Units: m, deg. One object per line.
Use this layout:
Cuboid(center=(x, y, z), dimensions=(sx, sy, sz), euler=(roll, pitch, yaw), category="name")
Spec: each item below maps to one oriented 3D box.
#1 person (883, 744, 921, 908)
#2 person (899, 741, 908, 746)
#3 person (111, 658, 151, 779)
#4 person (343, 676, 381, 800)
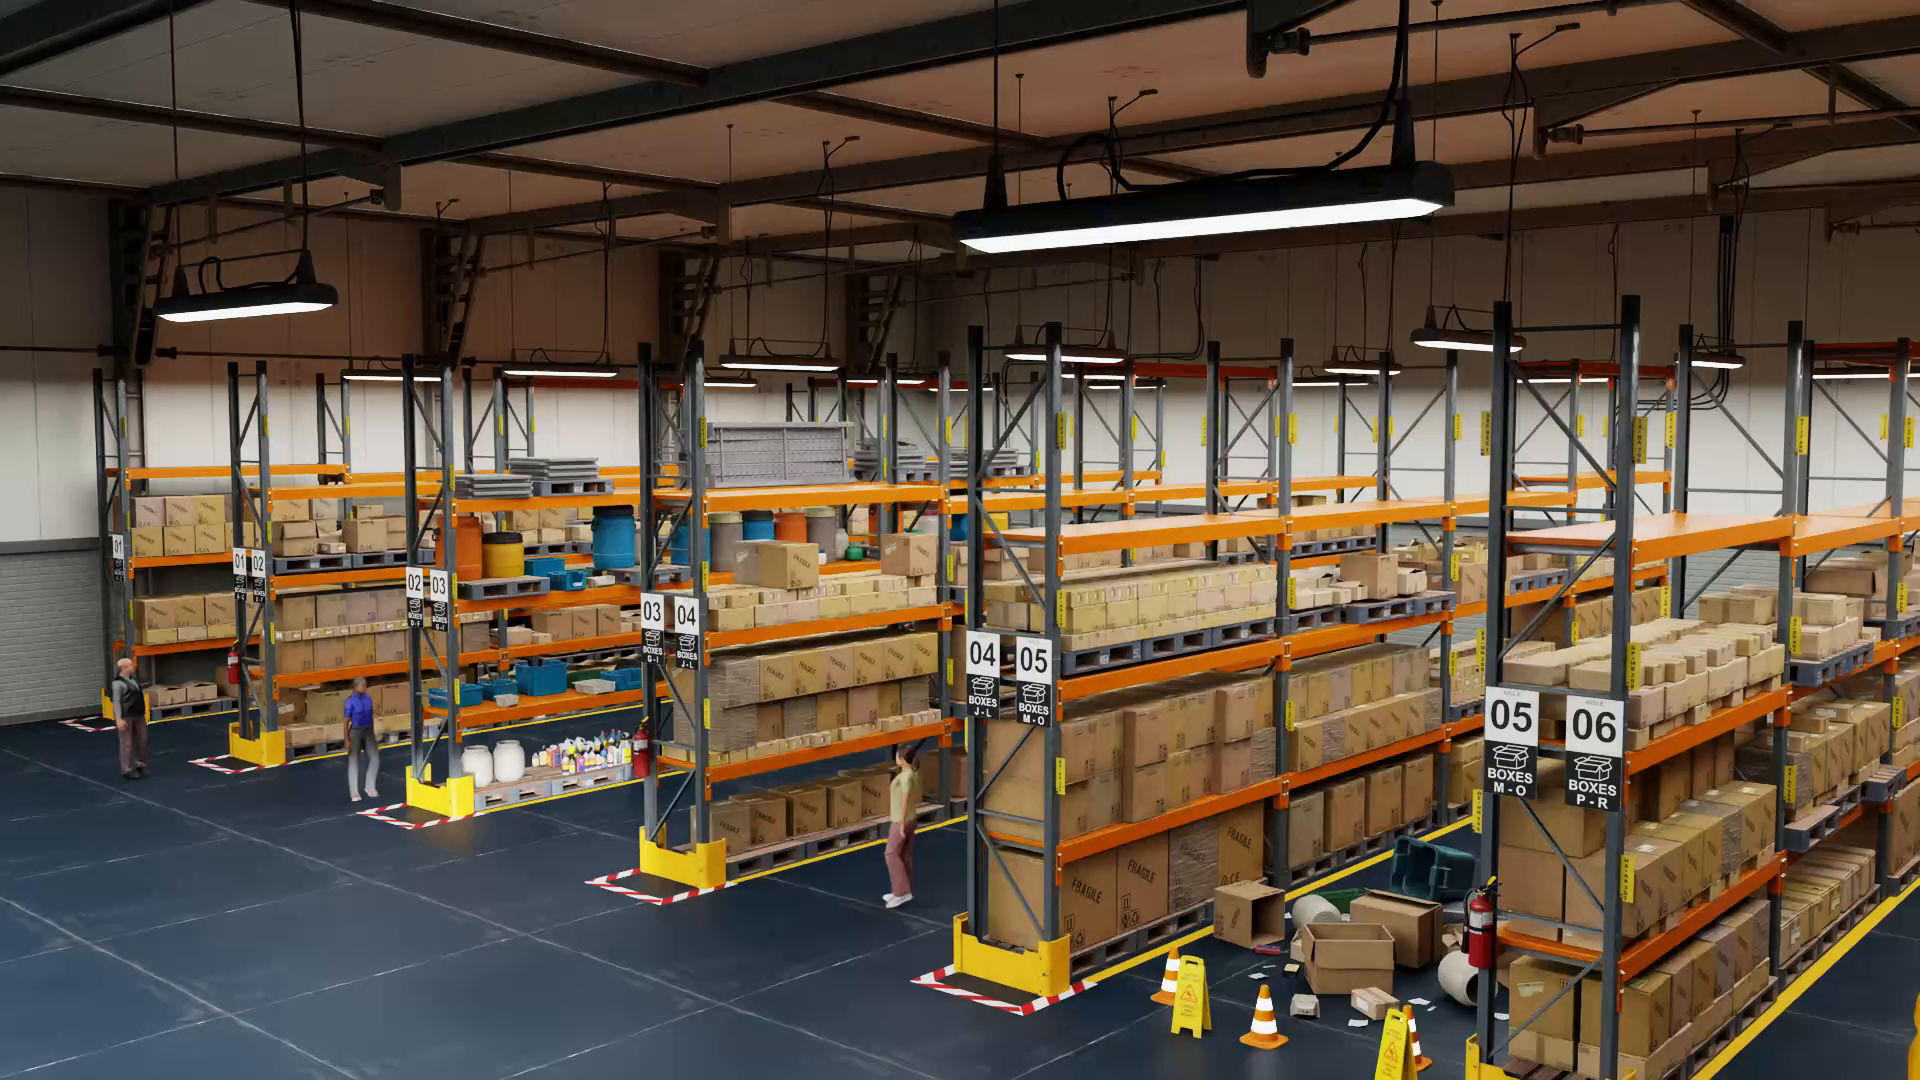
Cuboid(center=(-0.622, 3.030, 17.736), dimensions=(0.400, 1.704, 0.525), euler=(1, 4, 12), category="person")
Cuboid(center=(-0.887, 2.589, 23.565), dimensions=(0.424, 1.684, 0.458), euler=(2, 5, 30), category="person")
Cuboid(center=(-11.912, 2.566, 23.891), dimensions=(0.420, 1.755, 0.616), euler=(1, 4, 18), category="person")
Cuboid(center=(-8.155, 2.709, 22.596), dimensions=(0.328, 1.726, 0.492), euler=(3, 5, 36), category="person")
